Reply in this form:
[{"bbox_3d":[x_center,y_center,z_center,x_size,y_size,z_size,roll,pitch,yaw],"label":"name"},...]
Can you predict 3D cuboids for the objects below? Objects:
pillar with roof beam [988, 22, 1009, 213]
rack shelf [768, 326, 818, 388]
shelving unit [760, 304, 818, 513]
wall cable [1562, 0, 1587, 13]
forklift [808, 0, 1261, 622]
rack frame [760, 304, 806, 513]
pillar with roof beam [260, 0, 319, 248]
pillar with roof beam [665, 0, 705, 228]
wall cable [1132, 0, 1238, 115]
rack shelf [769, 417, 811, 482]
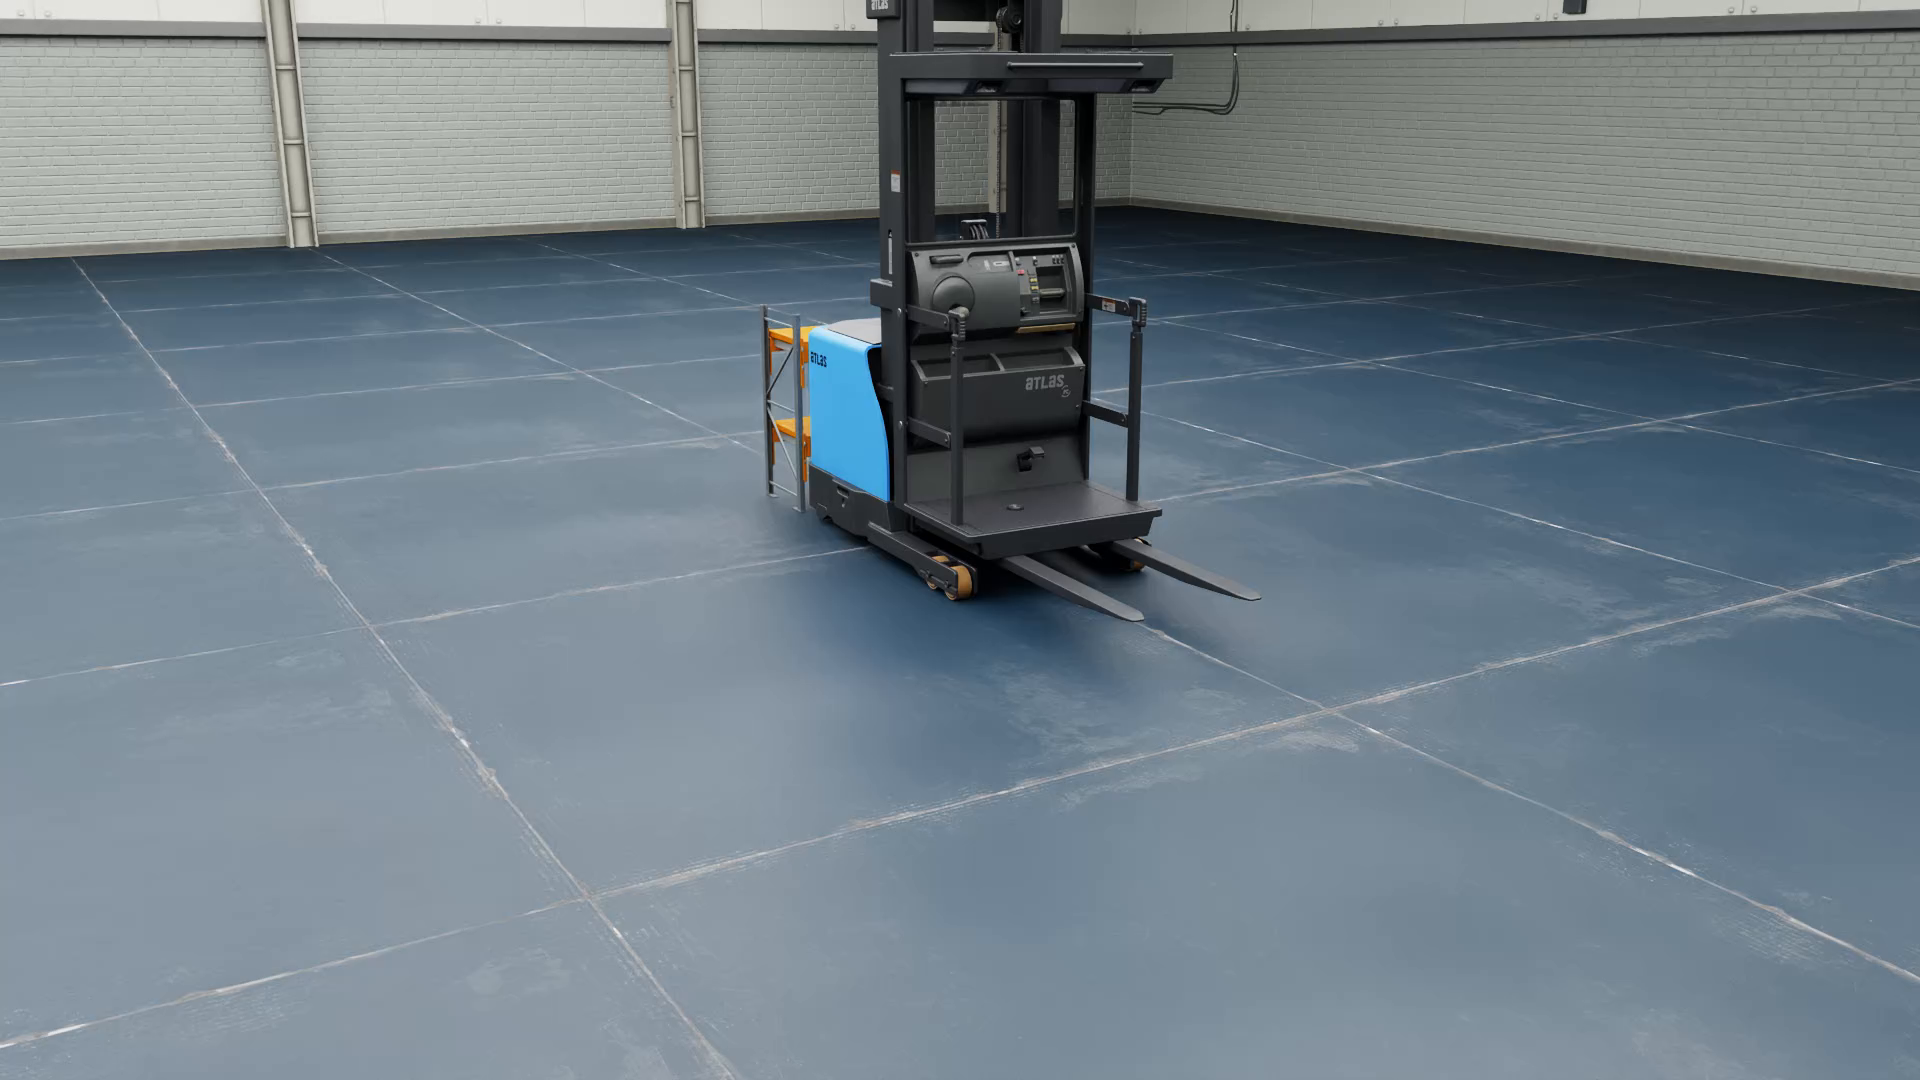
[{"bbox_3d":[2.970,-9.269,25.305,0.400,9.000,9.100,-9,18,-30],"label":"pillar with roof beam"},{"bbox_3d":[-0.574,-1.108,9.693,1.000,0.278,0.538,-9,18,-28],"label":"rack shelf"},{"bbox_3d":[-0.574,-0.826,9.772,1.048,1.125,0.538,-9,18,-28],"label":"shelving unit"},{"bbox_3d":[8.835,-9.808,20.926,0.169,6.003,2.305,-9,18,-30],"label":"wall cable"},{"bbox_3d":[0.295,-1.263,7.987,1.130,2.935,3.031,-8,18,-27],"label":"forklift"},{"bbox_3d":[-1.017,-0.758,9.531,0.032,1.125,0.500,-9,18,-28],"label":"rack frame"},{"bbox_3d":[-7.316,-7.601,19.355,0.400,9.000,9.100,-9,18,-30],"label":"pillar with roof beam"},{"bbox_3d":[-2.173,-8.435,22.330,0.400,9.000,9.100,-9,18,-30],"label":"pillar with roof beam"},{"bbox_3d":[3.959,-8.874,29.647,0.112,2.526,3.097,-9,18,-30],"label":"wall cable"},{"bbox_3d":[-0.574,-0.590,9.838,1.000,0.278,0.538,-9,18,-28],"label":"rack shelf"}]
